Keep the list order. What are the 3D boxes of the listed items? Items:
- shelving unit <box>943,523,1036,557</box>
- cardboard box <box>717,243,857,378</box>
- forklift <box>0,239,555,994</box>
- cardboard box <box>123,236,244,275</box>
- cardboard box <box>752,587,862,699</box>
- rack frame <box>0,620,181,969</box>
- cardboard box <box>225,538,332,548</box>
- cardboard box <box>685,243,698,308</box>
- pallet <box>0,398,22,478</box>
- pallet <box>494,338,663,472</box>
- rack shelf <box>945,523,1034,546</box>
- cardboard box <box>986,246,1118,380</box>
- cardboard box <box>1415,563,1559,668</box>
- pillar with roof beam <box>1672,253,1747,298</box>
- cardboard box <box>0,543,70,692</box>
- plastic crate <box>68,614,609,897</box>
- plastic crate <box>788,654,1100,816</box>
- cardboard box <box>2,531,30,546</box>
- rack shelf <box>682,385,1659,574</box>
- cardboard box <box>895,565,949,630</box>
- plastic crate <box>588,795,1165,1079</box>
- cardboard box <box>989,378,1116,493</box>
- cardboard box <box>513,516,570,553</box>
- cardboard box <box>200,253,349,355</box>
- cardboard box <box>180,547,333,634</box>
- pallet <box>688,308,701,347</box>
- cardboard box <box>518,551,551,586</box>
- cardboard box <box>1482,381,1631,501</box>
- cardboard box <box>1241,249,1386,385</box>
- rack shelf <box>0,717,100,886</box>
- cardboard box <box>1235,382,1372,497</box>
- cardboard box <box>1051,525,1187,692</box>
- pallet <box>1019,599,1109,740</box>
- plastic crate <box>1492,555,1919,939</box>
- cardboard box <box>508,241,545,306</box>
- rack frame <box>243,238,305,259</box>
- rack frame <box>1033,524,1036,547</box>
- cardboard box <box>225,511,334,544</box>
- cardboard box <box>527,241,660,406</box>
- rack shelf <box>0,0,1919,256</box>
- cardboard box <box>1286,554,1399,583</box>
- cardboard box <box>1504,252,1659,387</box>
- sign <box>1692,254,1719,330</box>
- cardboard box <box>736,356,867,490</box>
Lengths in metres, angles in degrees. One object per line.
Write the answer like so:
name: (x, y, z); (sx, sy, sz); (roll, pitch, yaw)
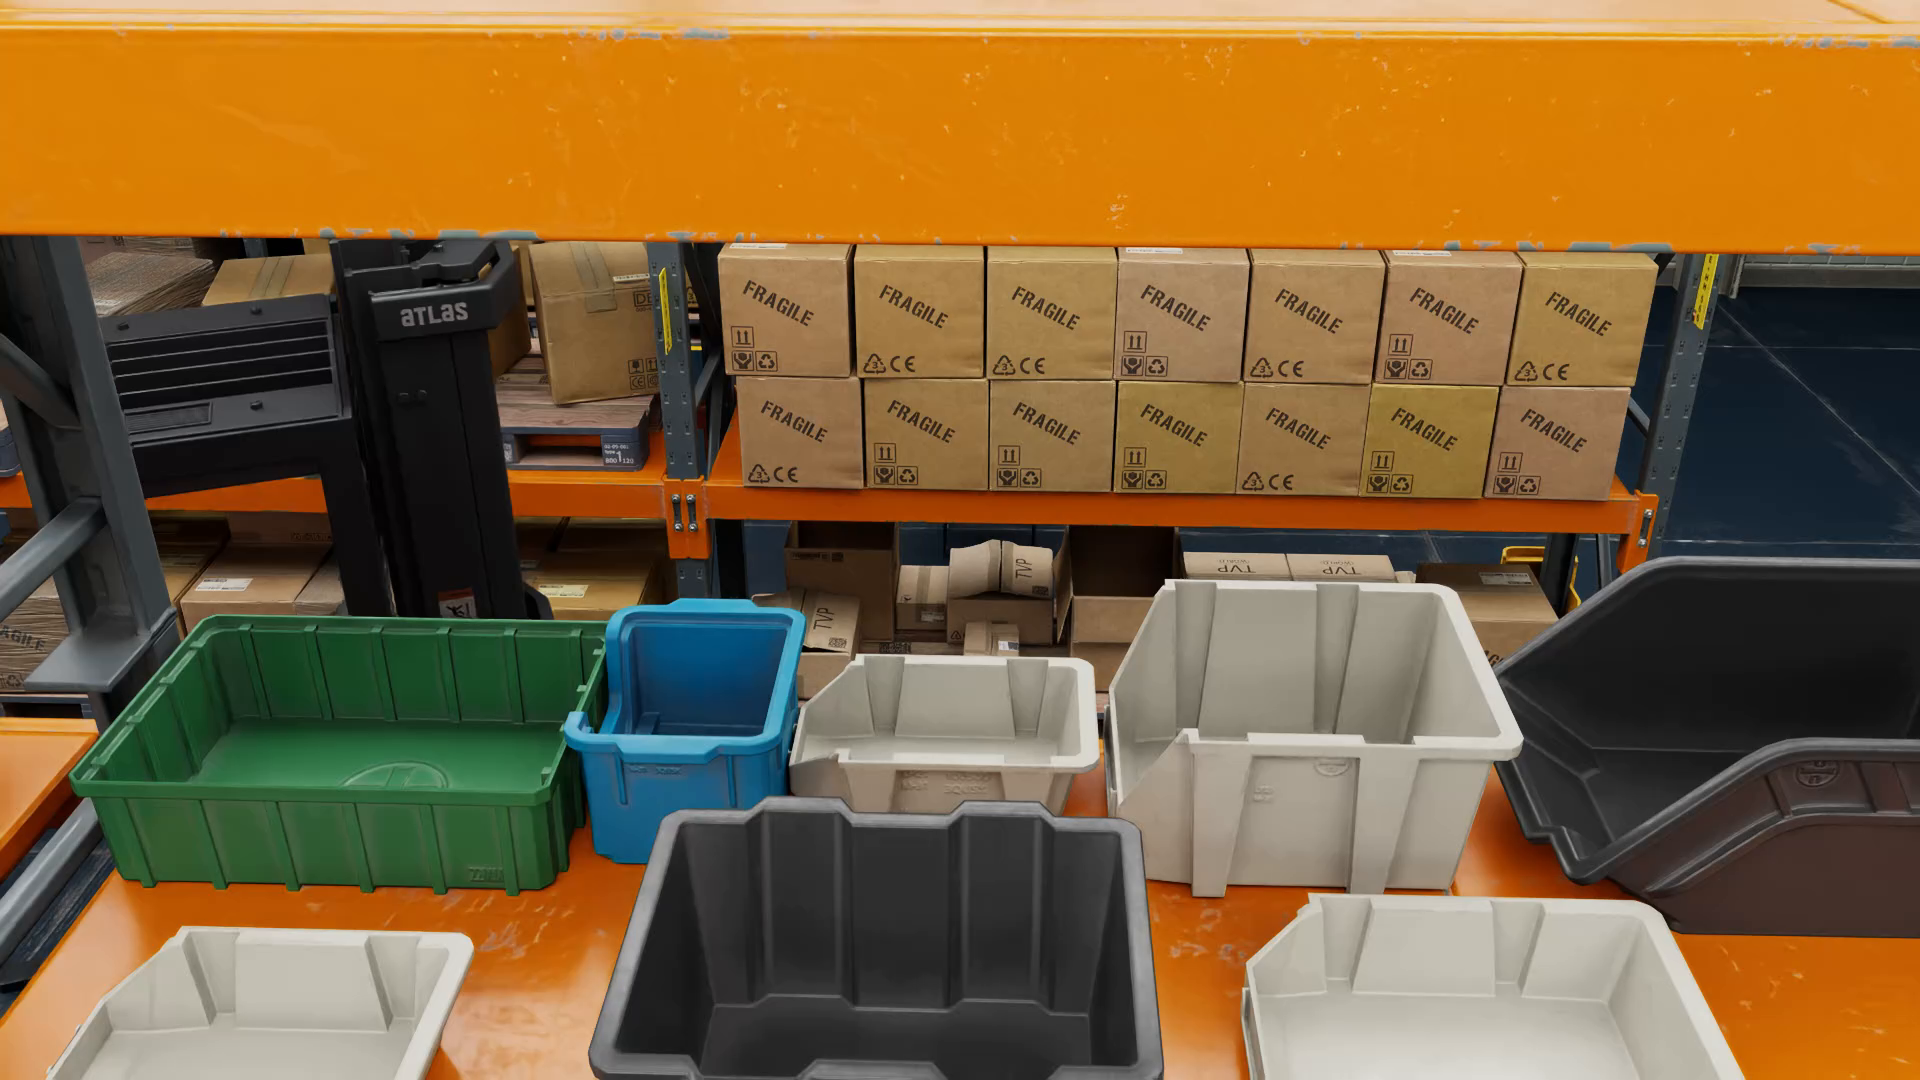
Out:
shelving unit: (0.165, -0.925, 8.753); (0.503, 2.100, 0.431); (1, 28, 2)
cardboard box: (-0.673, -0.987, 6.736); (0.500, 0.500, 0.500); (2, 28, 3)
forklift: (-2.151, 0.381, 5.402); (3.031, 2.935, 1.130); (-10, 30, -18)
cardboard box: (-5.681, -2.103, 12.214); (0.500, 0.500, 0.700); (1, 28, 3)
cardboard box: (-0.722, 0.461, 7.579); (0.500, 0.311, 0.500); (1, 28, 2)
rack frame: (-1.312, 1.678, 2.883); (0.127, 3.000, 1.000); (1, 28, 2)
cardboard box: (-3.146, 0.123, 8.014); (0.500, 0.500, 0.500); (0, 28, 0)
cardboard box: (-1.617, -2.145, 11.941); (0.750, 0.750, 0.750); (1, 28, 2)
pallet: (-4.451, -0.644, 7.467); (1.003, 0.211, 1.213); (1, 28, 2)
pallet: (-1.928, -0.620, 7.423); (1.213, 0.211, 1.003); (1, 28, 2)
rack shelf: (0.165, -0.294, 9.087); (0.480, 0.518, 0.431); (1, 28, 2)
cardboard box: (0.357, -0.970, 6.703); (0.500, 0.500, 0.500); (0, 28, 0)
cardboard box: (2.312, 0.442, 7.413); (0.500, 0.500, 0.500); (1, 28, 2)
pillar with roof beam: (5.612, -3.889, 6.979); (0.400, 9.000, 9.100); (1, 28, 2)
cardboard box: (-4.163, 0.350, 7.586); (0.500, 0.500, 0.500); (0, 28, 0)
plastic crate: (-0.878, 0.311, 2.483); (0.662, 0.188, 0.450); (1, 28, 2)
plastic crate: (-0.028, 0.312, 2.538); (0.466, 0.136, 0.293); (1, 28, 2)
cardboard box: (-4.188, 0.109, 8.042); (0.500, 0.500, 0.500); (2, 28, 4)
rack shelf: (0.865, -0.290, 7.362); (4.000, 0.370, 1.077); (1, 28, 2)
cardboard box: (-0.177, 0.279, 8.095); (0.250, 0.149, 0.380); (1, 28, 2)
plastic crate: (-0.080, 0.559, 1.930); (0.590, 0.269, 0.497); (1, 28, 2)
cardboard box: (0.378, -0.533, 6.946); (0.500, 0.500, 0.500); (1, 28, 2)
cardboard box: (-2.142, 0.144, 7.976); (0.500, 0.500, 0.500); (1, 28, 3)
cardboard box: (-2.901, -0.871, 7.135); (0.500, 0.500, 0.700); (-6, 29, -11)
cardboard box: (-3.140, 0.367, 7.554); (0.500, 0.500, 0.500); (0, 28, 0)
pallet: (-1.736, -1.705, 12.241); (1.213, 0.211, 1.003); (1, 28, 2)
cardboard box: (-2.131, 0.383, 7.524); (0.500, 0.500, 0.500); (1, 28, 2)
cardboard box: (2.407, -0.499, 6.882); (0.500, 0.500, 0.500); (2, 28, 3)
cardboard box: (1.386, -0.954, 6.672); (0.500, 0.500, 0.500); (2, 28, 3)
rack shelf: (-3.311, 0.637, 2.411); (4.000, 0.370, 1.077); (1, 28, 2)
cardboard box: (1.390, -0.517, 6.915); (0.500, 0.500, 0.500); (1, 28, 2)
cardboard box: (0.744, 0.296, 7.684); (0.637, 0.503, 0.797); (1, 28, 2)
pallet: (0.775, 0.622, 7.852); (1.213, 0.211, 1.003); (1, 28, 2)
plastic crate: (1.168, 0.292, 2.360); (0.767, 0.338, 0.504); (1, 28, 2)
cardboard box: (-3.355, -2.170, 11.989); (0.750, 0.750, 0.750); (1, 28, 2)
rack frame: (-4.960, -3.026, 11.755); (0.127, 3.000, 1.000); (1, 28, 2)
rack frame: (0.409, -0.921, 8.745); (0.015, 2.100, 0.400); (1, 28, 2)
cardboard box: (-3.109, -0.209, 7.840); (0.500, 0.250, 0.500); (0, 28, 1)
cardboard box: (-1.599, -0.983, 7.347); (0.500, 0.500, 0.700); (-8, 29, -15)
rack shelf: (0.687, -0.445, 1.677); (4.000, 0.370, 1.077); (1, 28, 2)
cardboard box: (1.831, 0.296, 7.956); (0.500, 0.250, 0.500); (1, 28, 2)
cardboard box: (2.409, -0.939, 6.645); (0.500, 0.500, 0.500); (1, 28, 1)
sign: (2.824, -0.966, 6.297); (0.005, 0.325, 0.100); (1, 28, 2)
cardboard box: (-0.634, -0.549, 6.976); (0.500, 0.500, 0.500); (2, 28, 3)
